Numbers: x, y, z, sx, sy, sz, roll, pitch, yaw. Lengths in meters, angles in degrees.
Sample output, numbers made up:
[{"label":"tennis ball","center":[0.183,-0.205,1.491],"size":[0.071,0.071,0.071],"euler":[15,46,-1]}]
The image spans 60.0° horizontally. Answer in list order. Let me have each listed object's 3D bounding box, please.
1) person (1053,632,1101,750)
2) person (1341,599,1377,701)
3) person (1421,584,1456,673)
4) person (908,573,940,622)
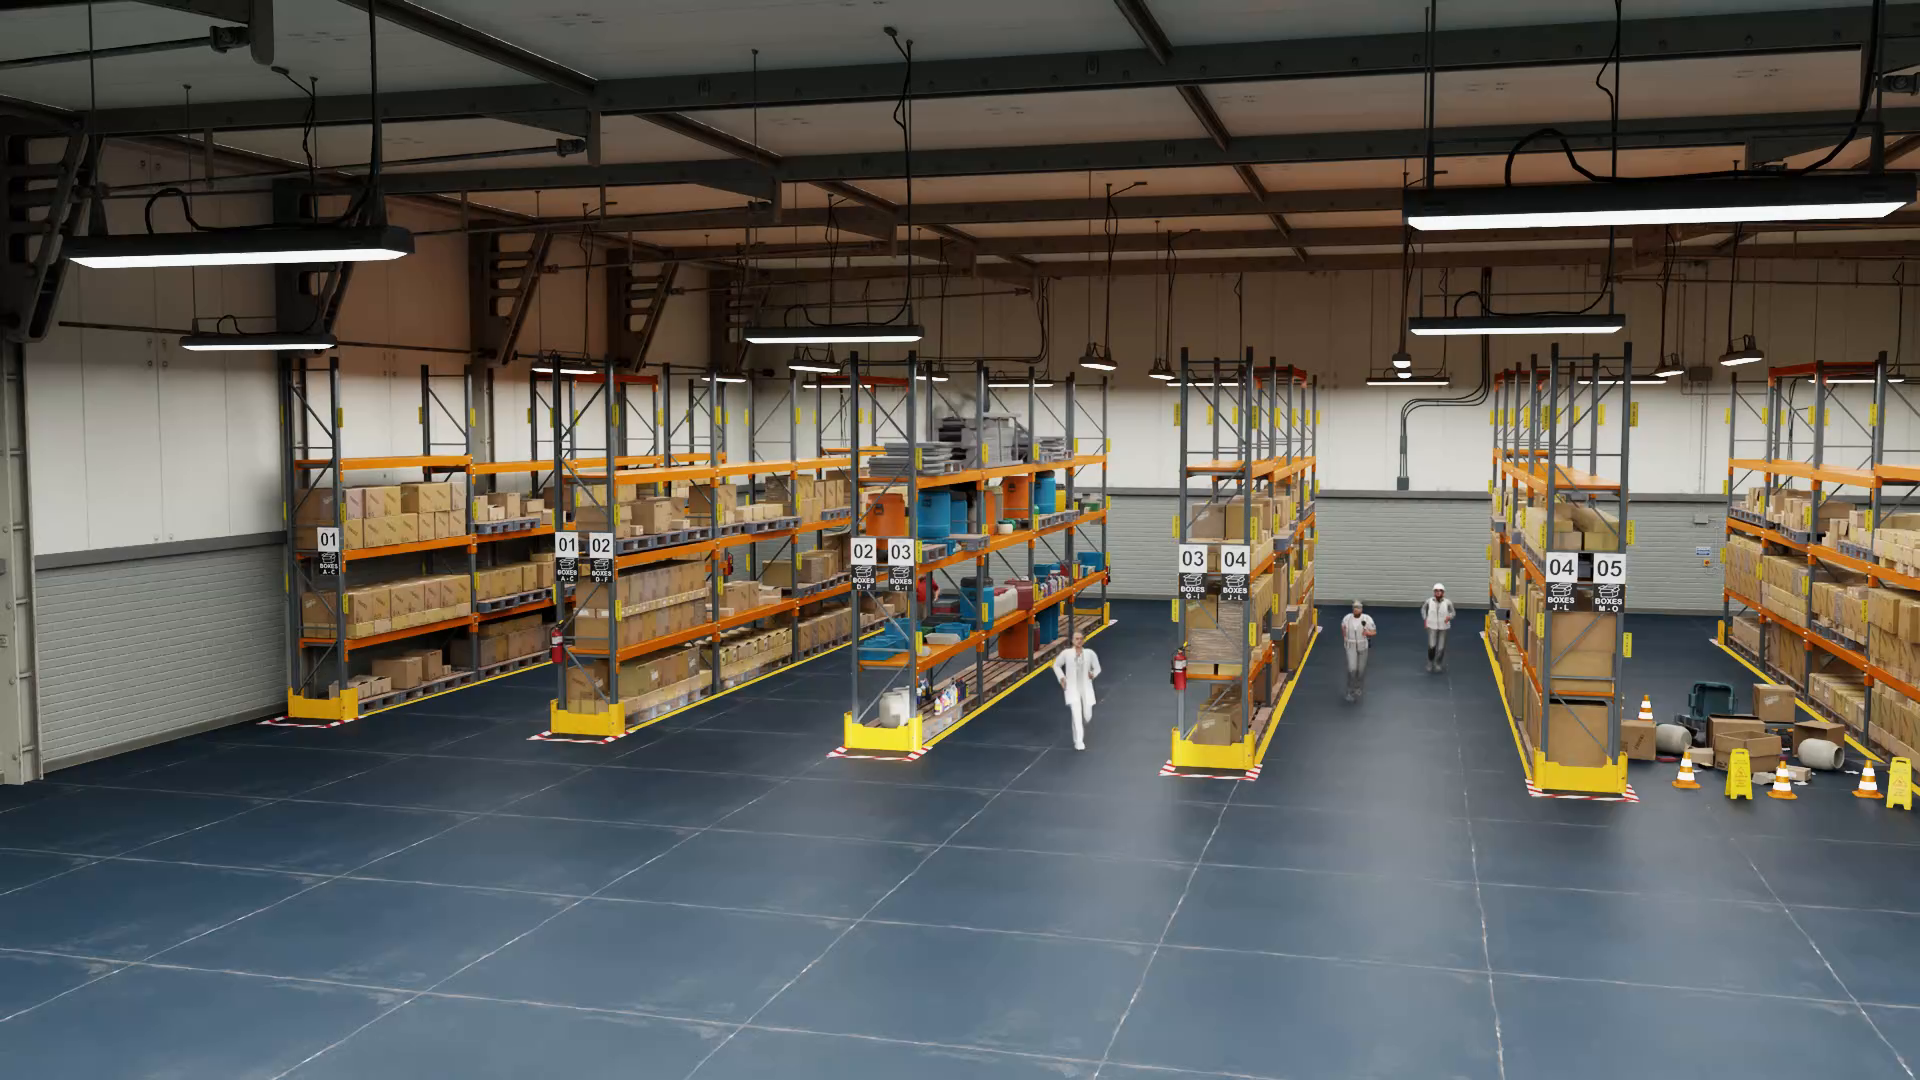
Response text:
[{"label":"person","center":[1.789,2.273,25.306],"size":[0.720,1.745,0.896],"euler":[-1,4,-8]},{"label":"person","center":[7.083,1.971,29.575],"size":[0.624,1.859,0.755],"euler":[1,4,13]},{"label":"person","center":[9.379,1.731,32.594],"size":[0.661,1.759,0.677],"euler":[1,4,14]},{"label":"person","center":[-0.797,1.473,36.189],"size":[0.667,1.700,0.980],"euler":[0,4,6]}]
